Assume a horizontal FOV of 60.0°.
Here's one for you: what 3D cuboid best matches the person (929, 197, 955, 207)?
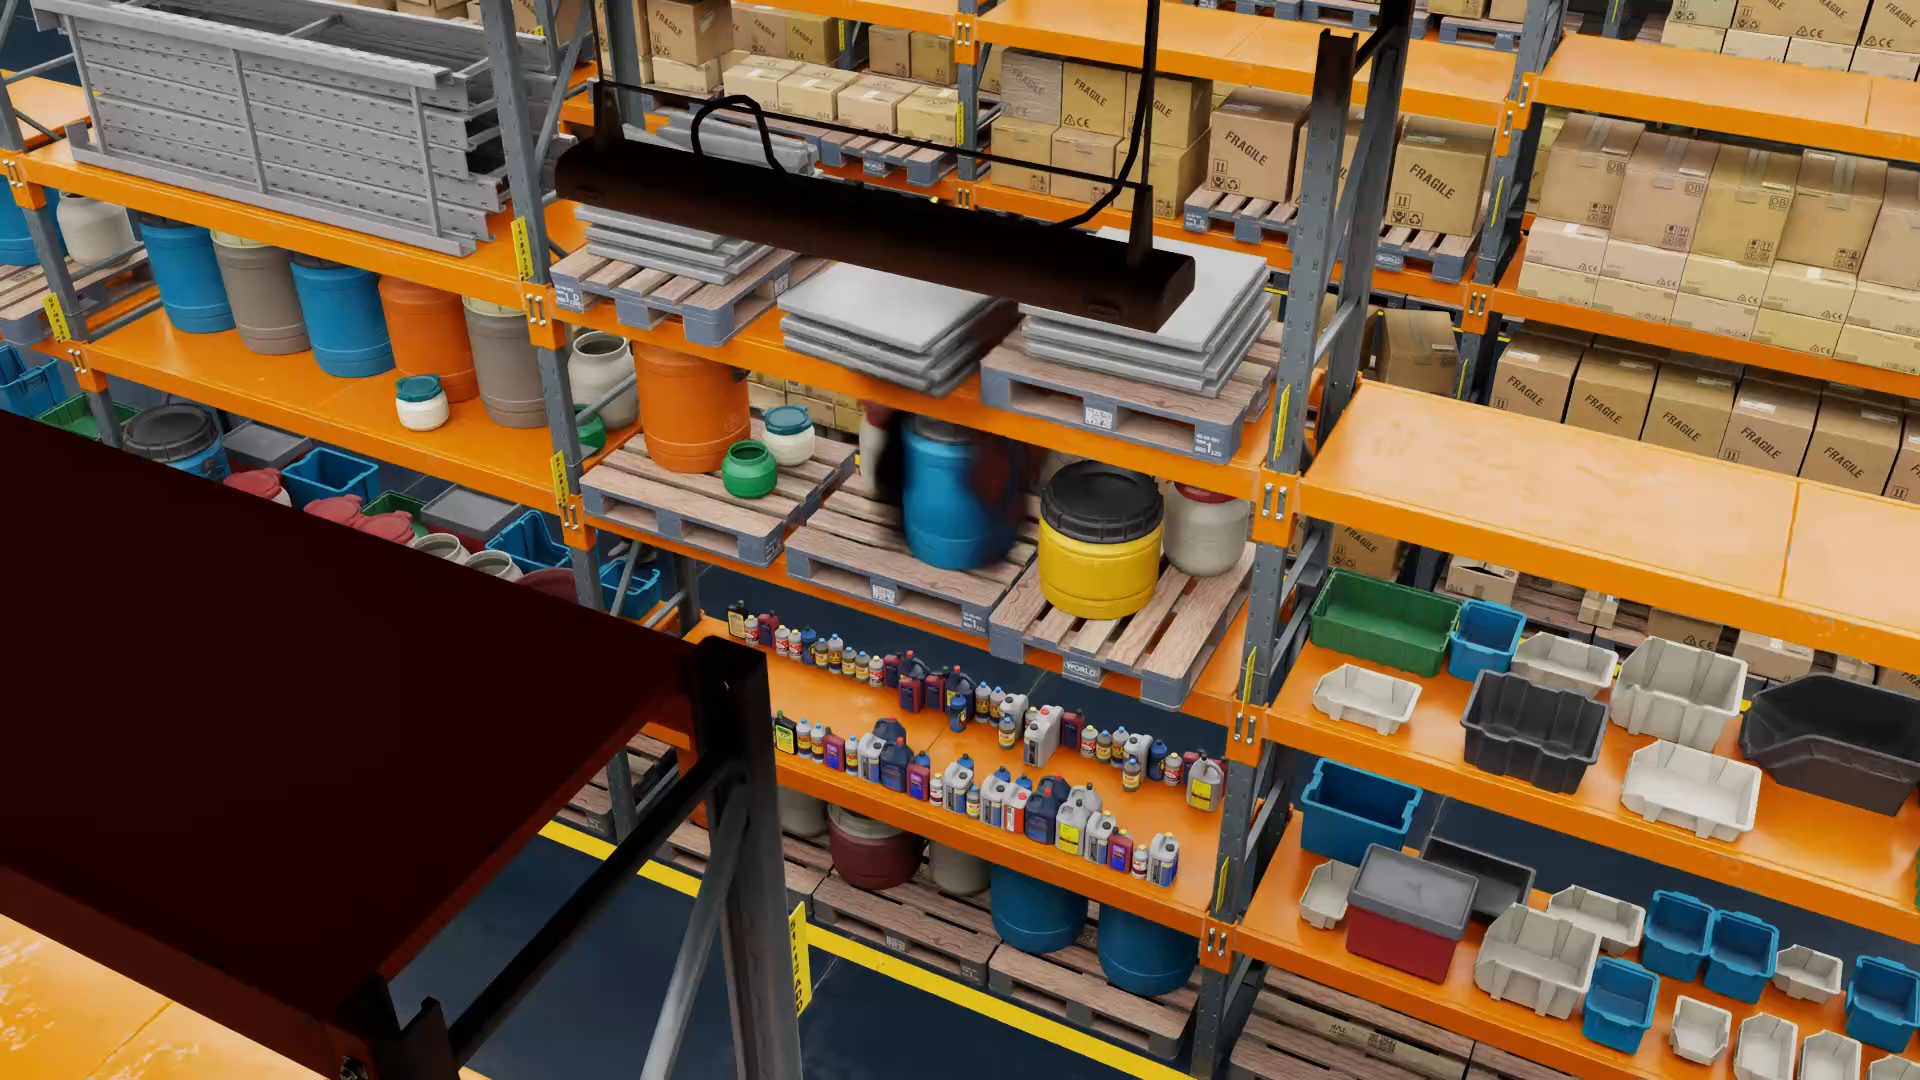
[{"bbox_3d":[-0.143,-2.738,16.258,0.501,1.775,0.647,-23,41,-29],"label":"person"}]

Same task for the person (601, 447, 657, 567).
[{"bbox_3d":[-2.713,-0.590,13.159,0.601,1.799,0.454,23,41,29],"label":"person"}]
